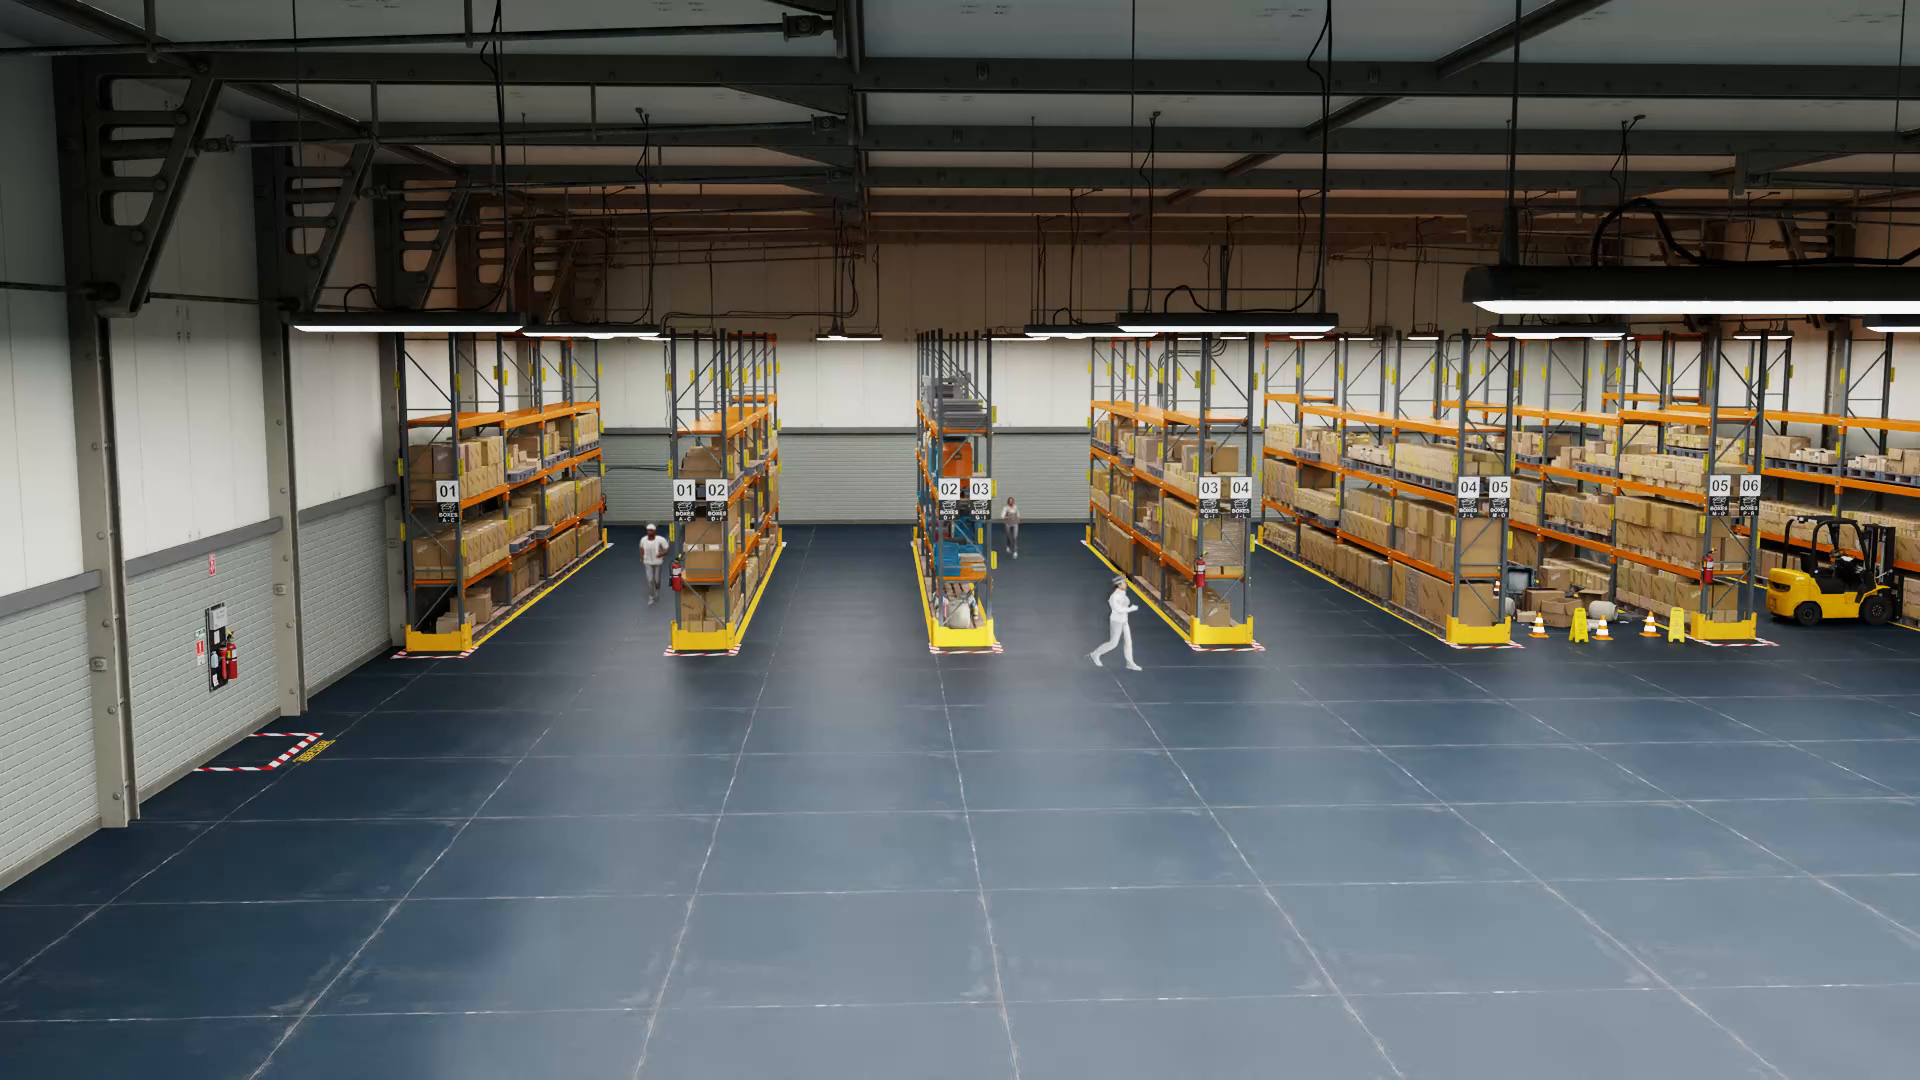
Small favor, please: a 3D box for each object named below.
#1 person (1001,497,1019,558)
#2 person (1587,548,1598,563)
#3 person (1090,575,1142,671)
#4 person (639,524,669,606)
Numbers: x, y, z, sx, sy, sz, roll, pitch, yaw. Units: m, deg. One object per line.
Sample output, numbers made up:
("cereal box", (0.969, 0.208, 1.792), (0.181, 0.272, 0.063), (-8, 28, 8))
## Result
("person", (1.363, -0.357, 44.711), (0.536, 1.606, 0.873), (-1, 7, -10))
("person", (16.063, -0.081, 42.160), (0.639, 1.788, 0.719), (-1, 7, -6))
("person", (2.747, 1.437, 29.108), (0.922, 1.678, 0.610), (2, 7, 18))
("person", (-6.772, 0.525, 36.793), (0.689, 1.767, 0.852), (0, 7, 0))
